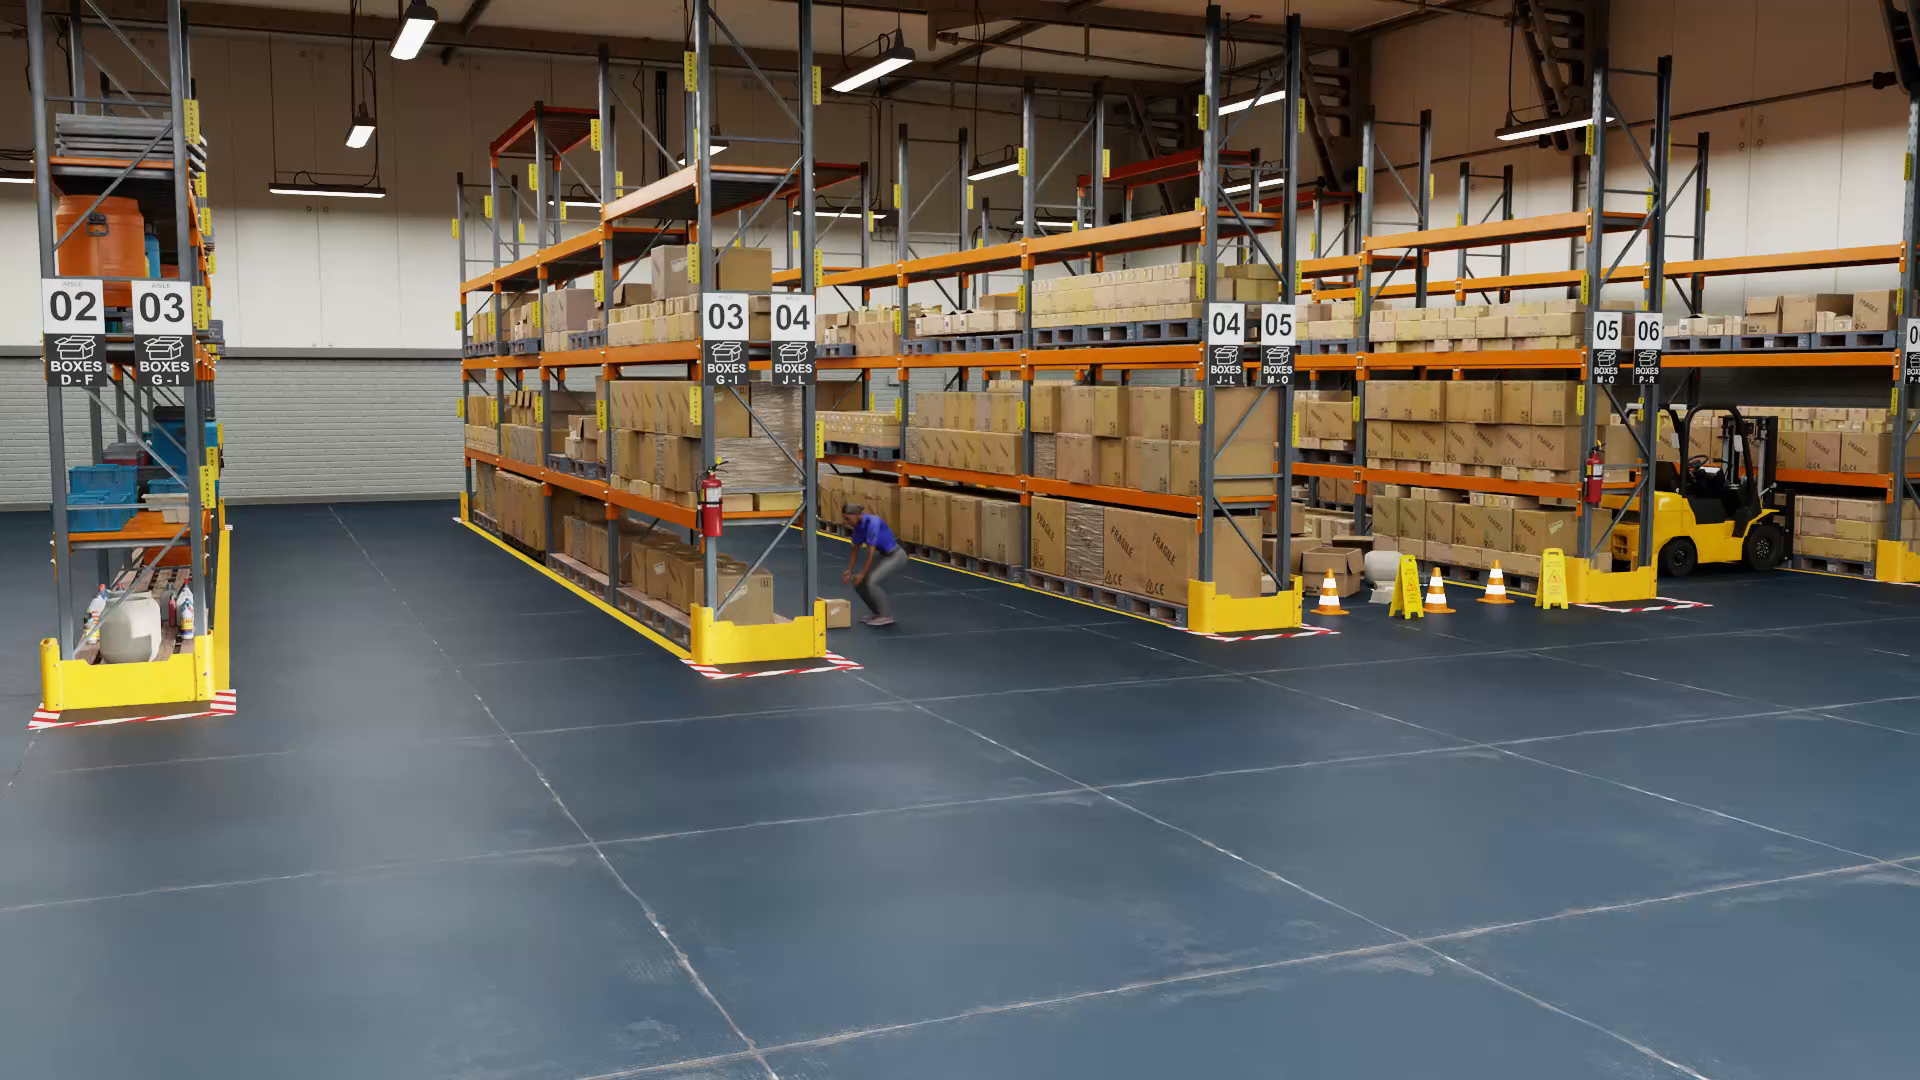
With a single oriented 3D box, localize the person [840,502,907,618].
[{"bbox_3d":[-0.864,0.200,16.802,0.697,1.185,0.498,-2,6,-24],"label":"person"}]
